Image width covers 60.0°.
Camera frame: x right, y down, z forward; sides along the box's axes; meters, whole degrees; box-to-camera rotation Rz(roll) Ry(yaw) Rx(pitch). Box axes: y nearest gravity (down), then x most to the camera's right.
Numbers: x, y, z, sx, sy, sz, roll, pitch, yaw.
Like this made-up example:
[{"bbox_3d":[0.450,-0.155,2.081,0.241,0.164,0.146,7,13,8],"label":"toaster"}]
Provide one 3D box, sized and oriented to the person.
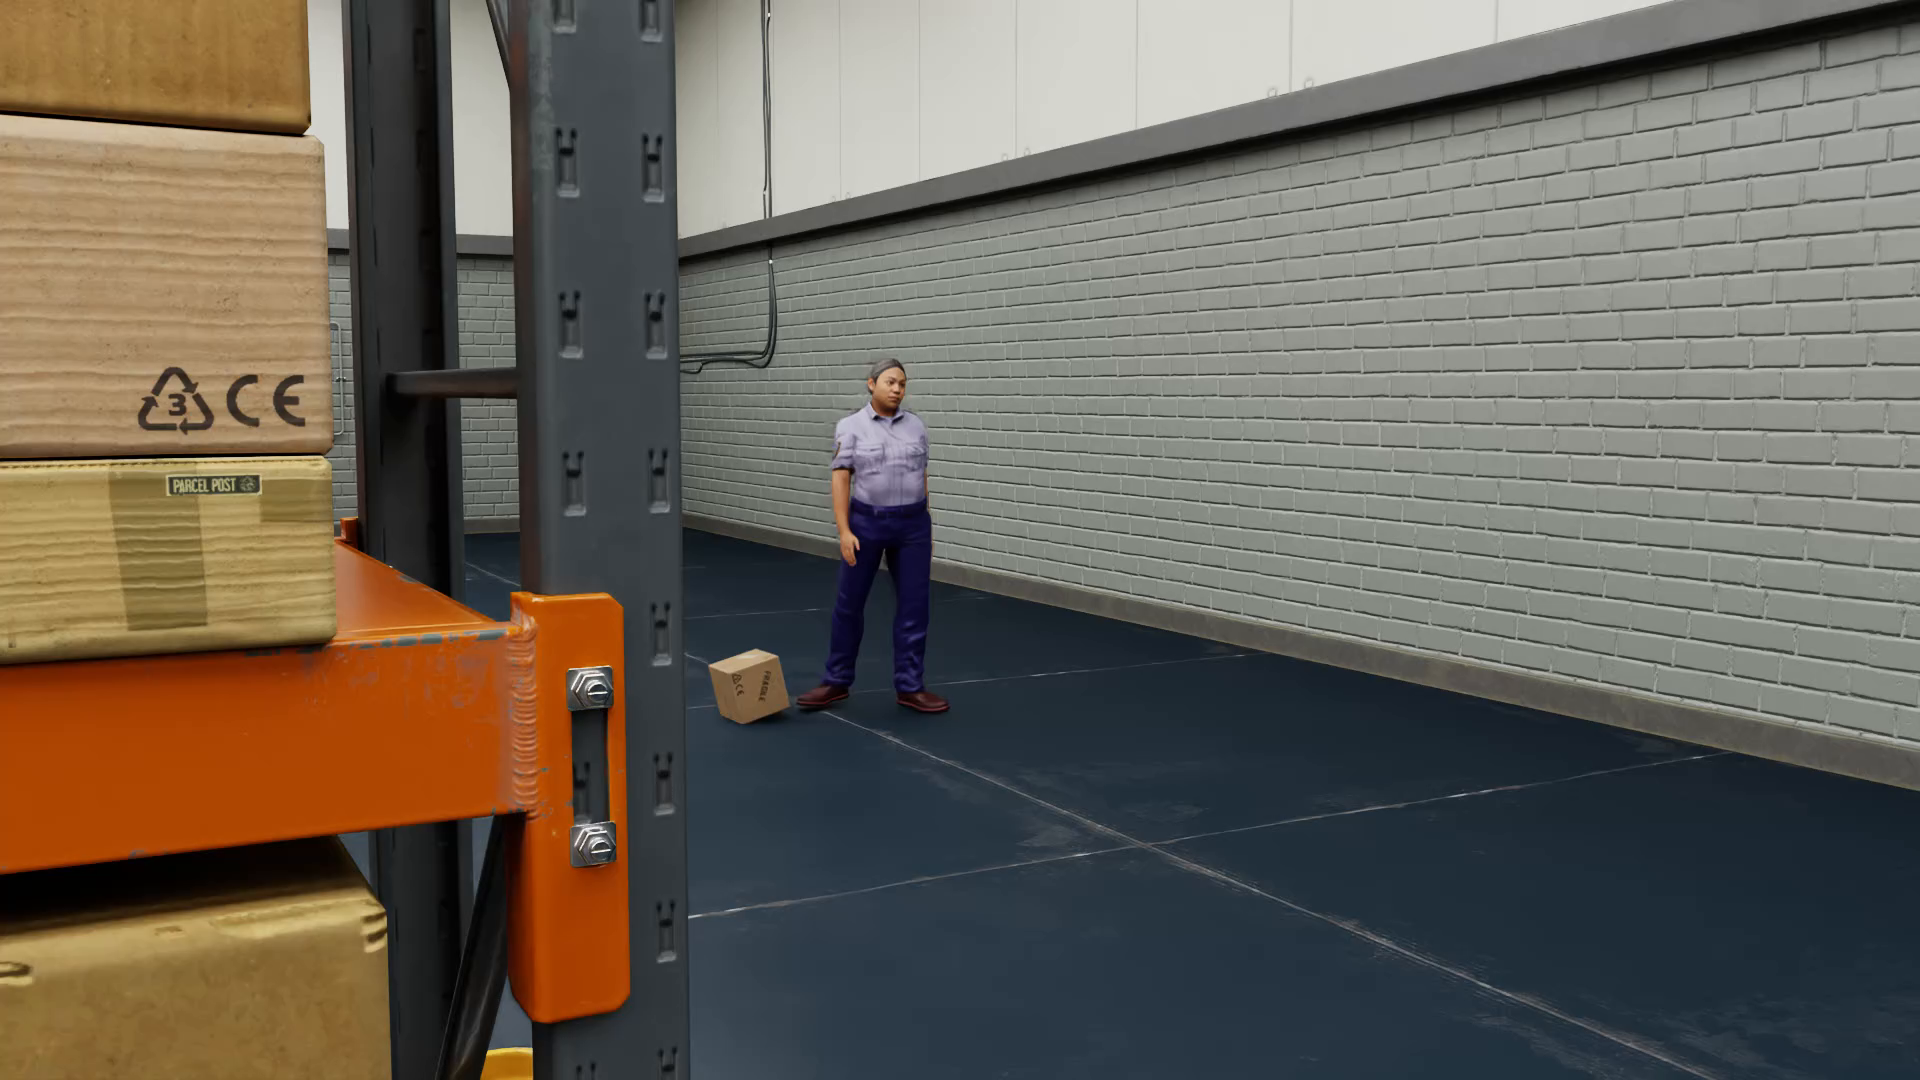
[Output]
[{"bbox_3d":[-0.420,-0.020,7.762,0.678,1.652,0.446,-2,5,-18],"label":"person"}]
